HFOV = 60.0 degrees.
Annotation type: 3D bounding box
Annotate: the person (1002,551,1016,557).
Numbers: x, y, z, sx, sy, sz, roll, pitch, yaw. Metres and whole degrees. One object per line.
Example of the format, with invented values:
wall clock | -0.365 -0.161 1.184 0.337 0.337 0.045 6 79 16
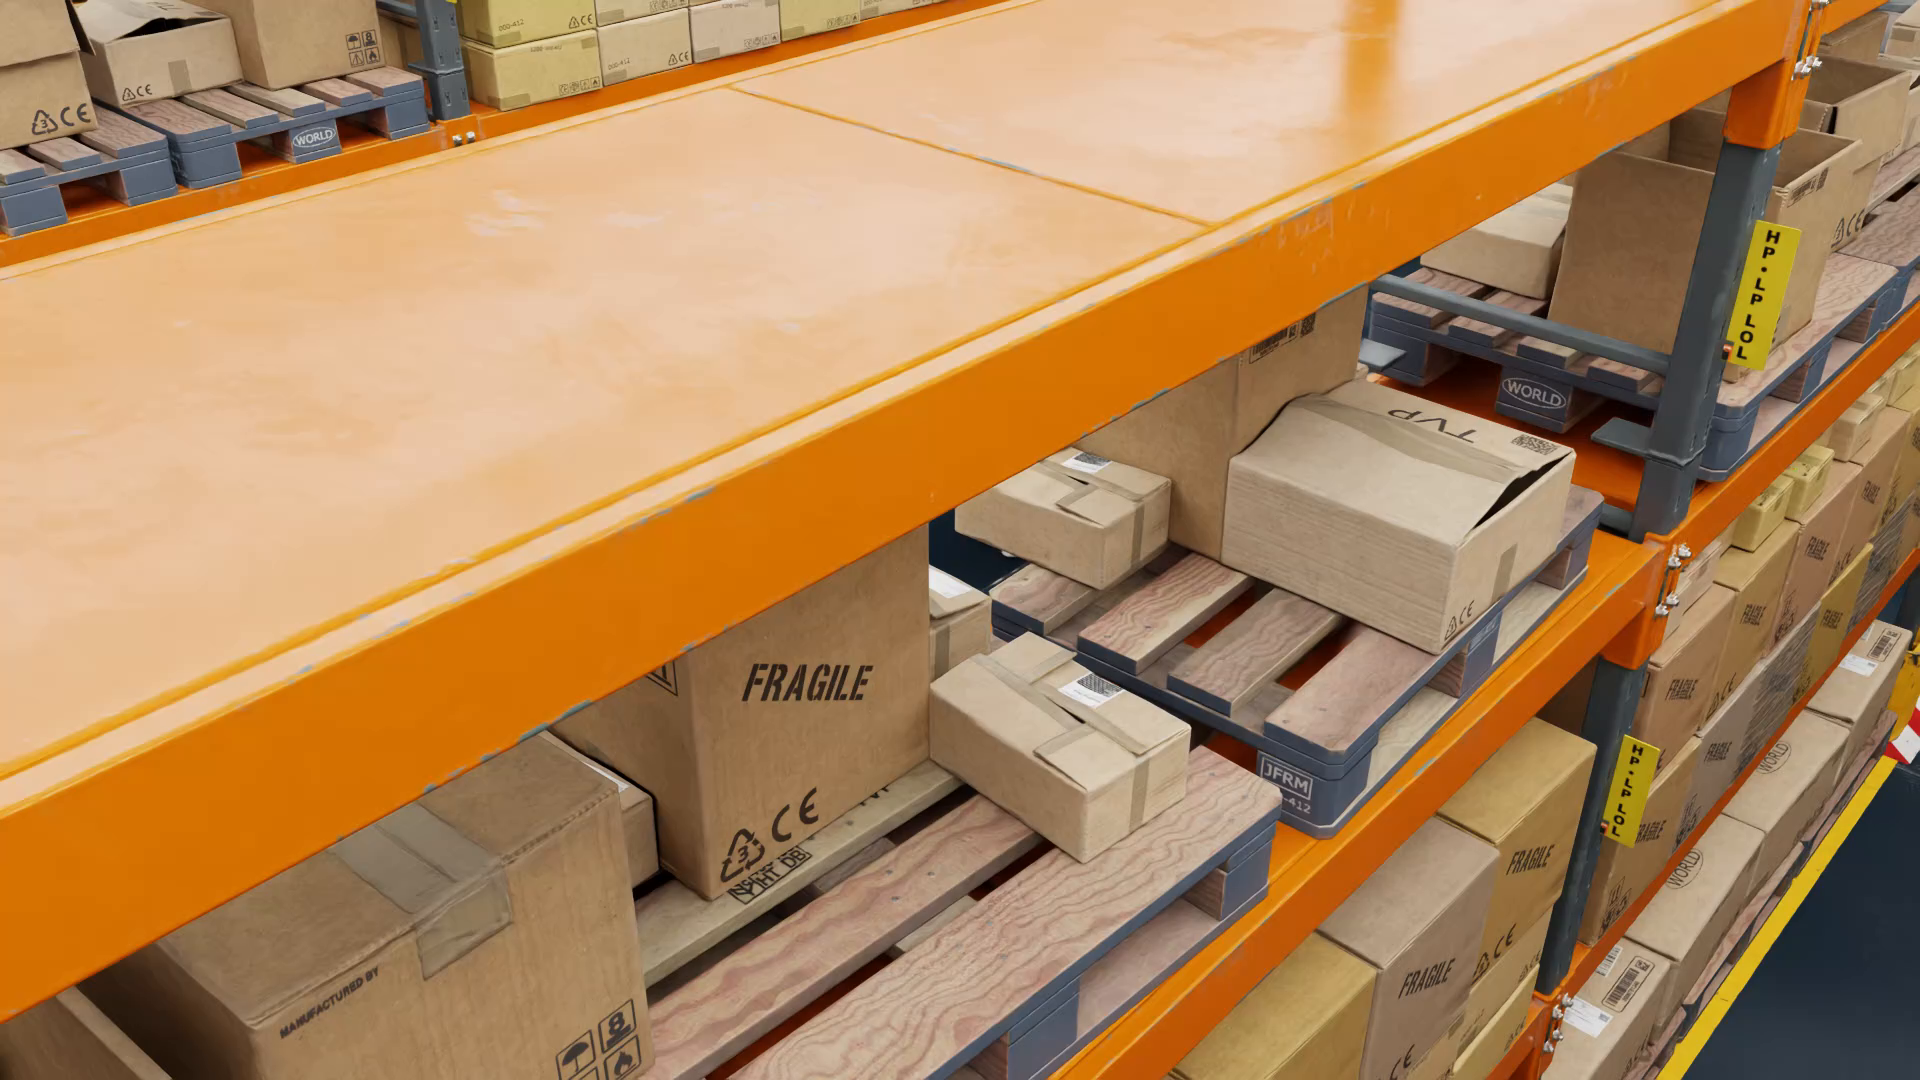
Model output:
person | 0.509 -0.430 9.078 0.611 1.047 0.885 24 38 34
